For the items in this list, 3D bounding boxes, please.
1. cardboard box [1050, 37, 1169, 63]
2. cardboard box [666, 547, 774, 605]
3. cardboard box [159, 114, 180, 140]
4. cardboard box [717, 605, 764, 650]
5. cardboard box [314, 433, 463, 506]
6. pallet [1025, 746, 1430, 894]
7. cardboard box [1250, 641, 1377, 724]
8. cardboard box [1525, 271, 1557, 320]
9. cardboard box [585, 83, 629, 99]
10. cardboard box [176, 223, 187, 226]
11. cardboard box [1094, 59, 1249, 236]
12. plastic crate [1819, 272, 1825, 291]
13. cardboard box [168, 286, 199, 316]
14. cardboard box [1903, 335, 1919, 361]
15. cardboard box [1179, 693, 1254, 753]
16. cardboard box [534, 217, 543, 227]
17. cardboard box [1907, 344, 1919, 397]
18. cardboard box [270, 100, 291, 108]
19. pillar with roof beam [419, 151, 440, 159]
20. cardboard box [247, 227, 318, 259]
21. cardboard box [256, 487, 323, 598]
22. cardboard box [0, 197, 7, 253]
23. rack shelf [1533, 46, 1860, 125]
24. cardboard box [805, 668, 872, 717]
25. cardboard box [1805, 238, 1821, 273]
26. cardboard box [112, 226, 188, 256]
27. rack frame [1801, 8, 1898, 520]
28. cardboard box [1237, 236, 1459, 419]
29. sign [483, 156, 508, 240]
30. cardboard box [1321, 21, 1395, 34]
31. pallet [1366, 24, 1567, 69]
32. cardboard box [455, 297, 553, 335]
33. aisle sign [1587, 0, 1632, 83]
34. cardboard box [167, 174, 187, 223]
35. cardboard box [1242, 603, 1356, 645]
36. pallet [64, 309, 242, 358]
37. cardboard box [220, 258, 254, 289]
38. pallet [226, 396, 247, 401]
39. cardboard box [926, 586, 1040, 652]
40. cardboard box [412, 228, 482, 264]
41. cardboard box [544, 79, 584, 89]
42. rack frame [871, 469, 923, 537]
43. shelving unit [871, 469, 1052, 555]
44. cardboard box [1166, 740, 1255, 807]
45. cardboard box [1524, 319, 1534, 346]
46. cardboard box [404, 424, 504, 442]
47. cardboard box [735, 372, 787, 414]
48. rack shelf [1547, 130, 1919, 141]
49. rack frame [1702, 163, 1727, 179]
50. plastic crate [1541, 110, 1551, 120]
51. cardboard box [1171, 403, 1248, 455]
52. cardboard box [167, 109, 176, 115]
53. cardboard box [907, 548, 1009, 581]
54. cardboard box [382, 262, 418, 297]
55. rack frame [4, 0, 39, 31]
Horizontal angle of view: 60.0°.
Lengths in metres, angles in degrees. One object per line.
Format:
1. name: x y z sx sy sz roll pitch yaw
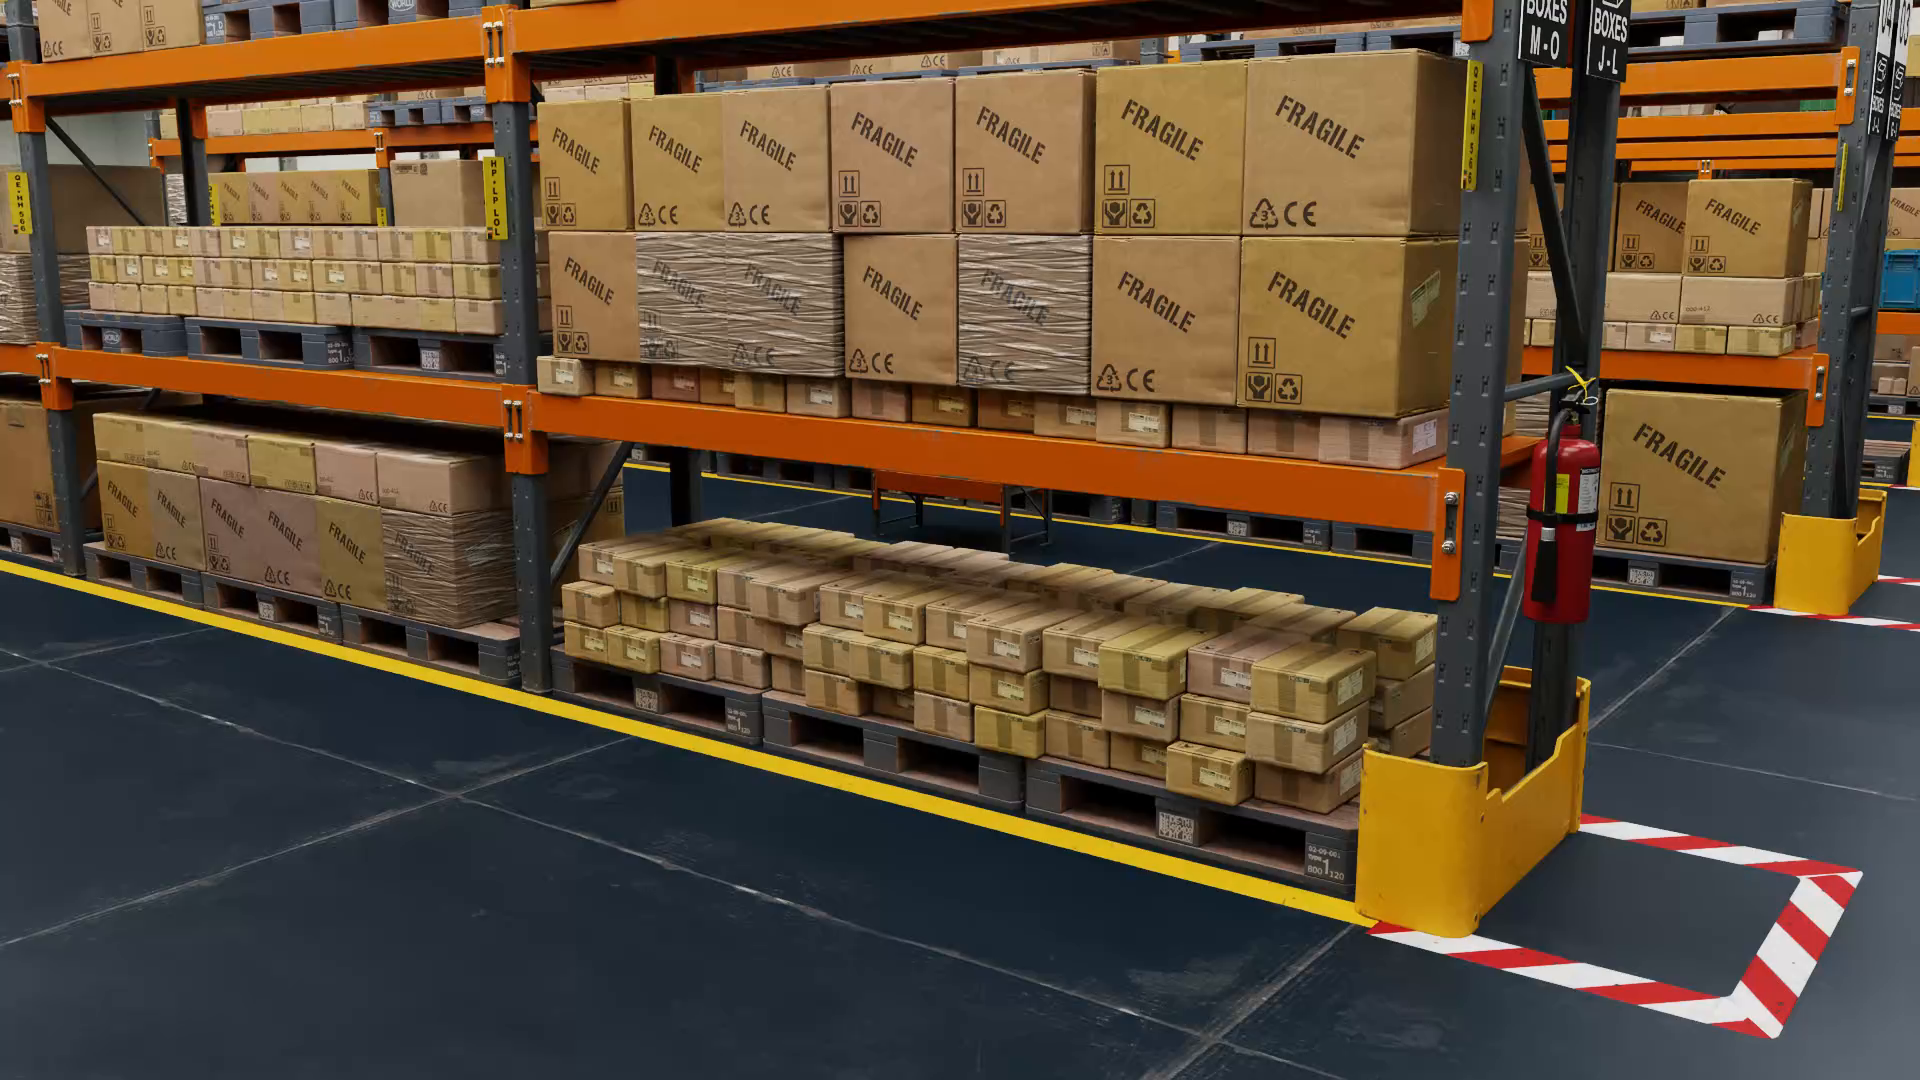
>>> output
1. cardboard box: 1.002 -3.430 11.096 0.500 0.500 0.700 8 14 37
2. cardboard box: -0.967 0.142 6.731 0.250 0.149 0.380 8 13 35
3. cardboard box: -7.961 -4.293 17.320 0.500 0.250 0.500 8 14 37
4. cardboard box: -0.748 0.314 6.626 0.250 0.149 0.380 7 13 33
5. cardboard box: -2.698 -0.342 7.904 0.500 0.250 0.500 9 14 38
6. pallet: 0.987 0.823 5.720 1.213 0.211 1.003 8 13 36
7. cardboard box: 1.106 0.440 5.192 0.250 0.149 0.380 8 14 36
8. cardboard box: 3.333 -1.389 9.425 0.500 0.250 0.500 7 13 34
9. cardboard box: -2.685 -3.557 13.515 0.500 0.250 0.500 8 13 35
10. cardboard box: -7.769 -3.117 17.696 0.500 0.500 0.875 8 13 36
11. cardboard box: 0.758 -1.197 5.142 0.500 0.500 0.500 7 13 34
12. plastic crate: 7.097 -2.046 13.493 0.300 0.233 0.416 8 13 36
13. cardboard box: -3.872 -1.251 8.656 0.250 0.149 0.380 9 14 38
14. cardboard box: 12.469 -2.562 21.352 0.500 0.500 0.700 8 13 35
15. cardboard box: 0.909 0.553 5.389 0.250 0.149 0.380 8 13 34
16. cardboard box: -3.521 -2.614 14.767 0.637 0.503 0.797 10 15 41
17. cardboard box: 9.982 -1.717 16.931 0.500 0.500 0.500 8 13 36
18. cardboard box: -6.471 -4.272 16.164 0.250 0.149 0.380 9 14 38
19. pillar with roof beam: -15.381 -9.626 36.596 0.548 9.000 9.100 8 13 36
20. cardboard box: -3.249 -1.457 8.155 0.250 0.149 0.380 8 13 35
21. cardboard box: -3.112 -0.030 8.264 0.500 0.500 0.500 8 13 34
22. cardboard box: -5.530 -1.989 10.017 0.500 0.500 0.700 8 13 35
23. rack shelf: 3.088 -2.533 9.723 4.000 0.370 1.077 8 13 36
24. cardboard box: -0.369 0.533 6.278 0.250 0.149 0.380 8 13 34
25. cardboard box: 8.819 -2.934 17.535 0.500 0.500 0.500 8 13 35
26. cardboard box: -4.290 -1.604 8.911 0.250 0.149 0.380 8 13 34
27. rack frame: 4.700 -1.189 8.777 0.127 3.000 1.000 8 13 36
28. cardboard box: 1.168 -0.647 4.931 0.500 0.500 0.500 8 14 37
29. sign: -1.867 -1.374 6.684 0.005 0.325 0.100 8 13 36
30. cardboard box: 2.573 -3.276 10.034 0.500 0.500 0.700 9 14 38
31. pallet: 3.108 -2.837 9.632 1.213 0.211 1.003 8 13 36
32. cardboard box: -1.979 -0.988 7.293 0.250 0.149 0.380 8 13 34
33. aisle sign: 1.919 -1.755 4.859 0.004 0.787 0.394 8 13 36
34. cardboard box: -7.915 -3.570 17.407 0.500 0.500 0.500 8 13 36
35. cardboard box: 1.168 0.337 5.724 0.250 0.149 0.380 8 14 37
36. pallet: -4.128 -1.182 9.248 1.003 0.211 1.213 8 13 36
37. cardboard box: -3.456 -1.339 8.329 0.250 0.149 0.380 8 13 35
38. pallet: -7.501 -1.513 17.796 1.213 0.211 1.003 8 13 36
39. cardboard box: 0.086 0.286 5.987 0.250 0.149 0.380 7 13 34
40. cardboard box: -2.198 -1.311 7.397 0.250 0.149 0.380 7 13 34
41. cardboard box: -3.091 -3.985 13.753 0.500 0.500 0.500 8 14 36
42. rack frame: -0.404 -0.609 10.714 0.032 1.125 0.500 8 13 36
43. shelving unit: 0.005 -0.552 10.419 1.048 1.125 0.538 8 13 36
44. cardboard box: 0.867 0.712 5.352 0.250 0.149 0.380 8 14 37
45. cardboard box: 3.184 -1.199 9.490 0.250 0.149 0.380 8 14 36
46. cardboard box: -2.412 -0.421 8.308 0.500 0.250 0.500 8 14 37
47. cardboard box: -0.629 -0.576 6.270 0.250 0.149 0.380 8 14 37
48. rack shelf: 6.019 -3.387 13.624 3.809 0.124 0.919 8 13 36
49. rack frame: 10.271 -3.913 22.861 0.127 3.000 1.000 8 13 36
50. plastic crate: 4.928 -3.764 14.749 0.662 0.188 0.450 8 13 36
51. cardboard box: 0.863 -0.370 5.209 0.250 0.149 0.380 8 13 35
52. cardboard box: -7.960 -4.472 17.196 0.250 0.149 0.380 8 14 37
53. cardboard box: -0.006 0.146 6.709 0.250 0.149 0.380 7 13 34
54. cardboard box: -2.391 -1.192 7.565 0.250 0.149 0.380 9 14 38
55. rack frame: -4.766 -4.286 8.990 0.127 3.000 1.000 8 13 36
